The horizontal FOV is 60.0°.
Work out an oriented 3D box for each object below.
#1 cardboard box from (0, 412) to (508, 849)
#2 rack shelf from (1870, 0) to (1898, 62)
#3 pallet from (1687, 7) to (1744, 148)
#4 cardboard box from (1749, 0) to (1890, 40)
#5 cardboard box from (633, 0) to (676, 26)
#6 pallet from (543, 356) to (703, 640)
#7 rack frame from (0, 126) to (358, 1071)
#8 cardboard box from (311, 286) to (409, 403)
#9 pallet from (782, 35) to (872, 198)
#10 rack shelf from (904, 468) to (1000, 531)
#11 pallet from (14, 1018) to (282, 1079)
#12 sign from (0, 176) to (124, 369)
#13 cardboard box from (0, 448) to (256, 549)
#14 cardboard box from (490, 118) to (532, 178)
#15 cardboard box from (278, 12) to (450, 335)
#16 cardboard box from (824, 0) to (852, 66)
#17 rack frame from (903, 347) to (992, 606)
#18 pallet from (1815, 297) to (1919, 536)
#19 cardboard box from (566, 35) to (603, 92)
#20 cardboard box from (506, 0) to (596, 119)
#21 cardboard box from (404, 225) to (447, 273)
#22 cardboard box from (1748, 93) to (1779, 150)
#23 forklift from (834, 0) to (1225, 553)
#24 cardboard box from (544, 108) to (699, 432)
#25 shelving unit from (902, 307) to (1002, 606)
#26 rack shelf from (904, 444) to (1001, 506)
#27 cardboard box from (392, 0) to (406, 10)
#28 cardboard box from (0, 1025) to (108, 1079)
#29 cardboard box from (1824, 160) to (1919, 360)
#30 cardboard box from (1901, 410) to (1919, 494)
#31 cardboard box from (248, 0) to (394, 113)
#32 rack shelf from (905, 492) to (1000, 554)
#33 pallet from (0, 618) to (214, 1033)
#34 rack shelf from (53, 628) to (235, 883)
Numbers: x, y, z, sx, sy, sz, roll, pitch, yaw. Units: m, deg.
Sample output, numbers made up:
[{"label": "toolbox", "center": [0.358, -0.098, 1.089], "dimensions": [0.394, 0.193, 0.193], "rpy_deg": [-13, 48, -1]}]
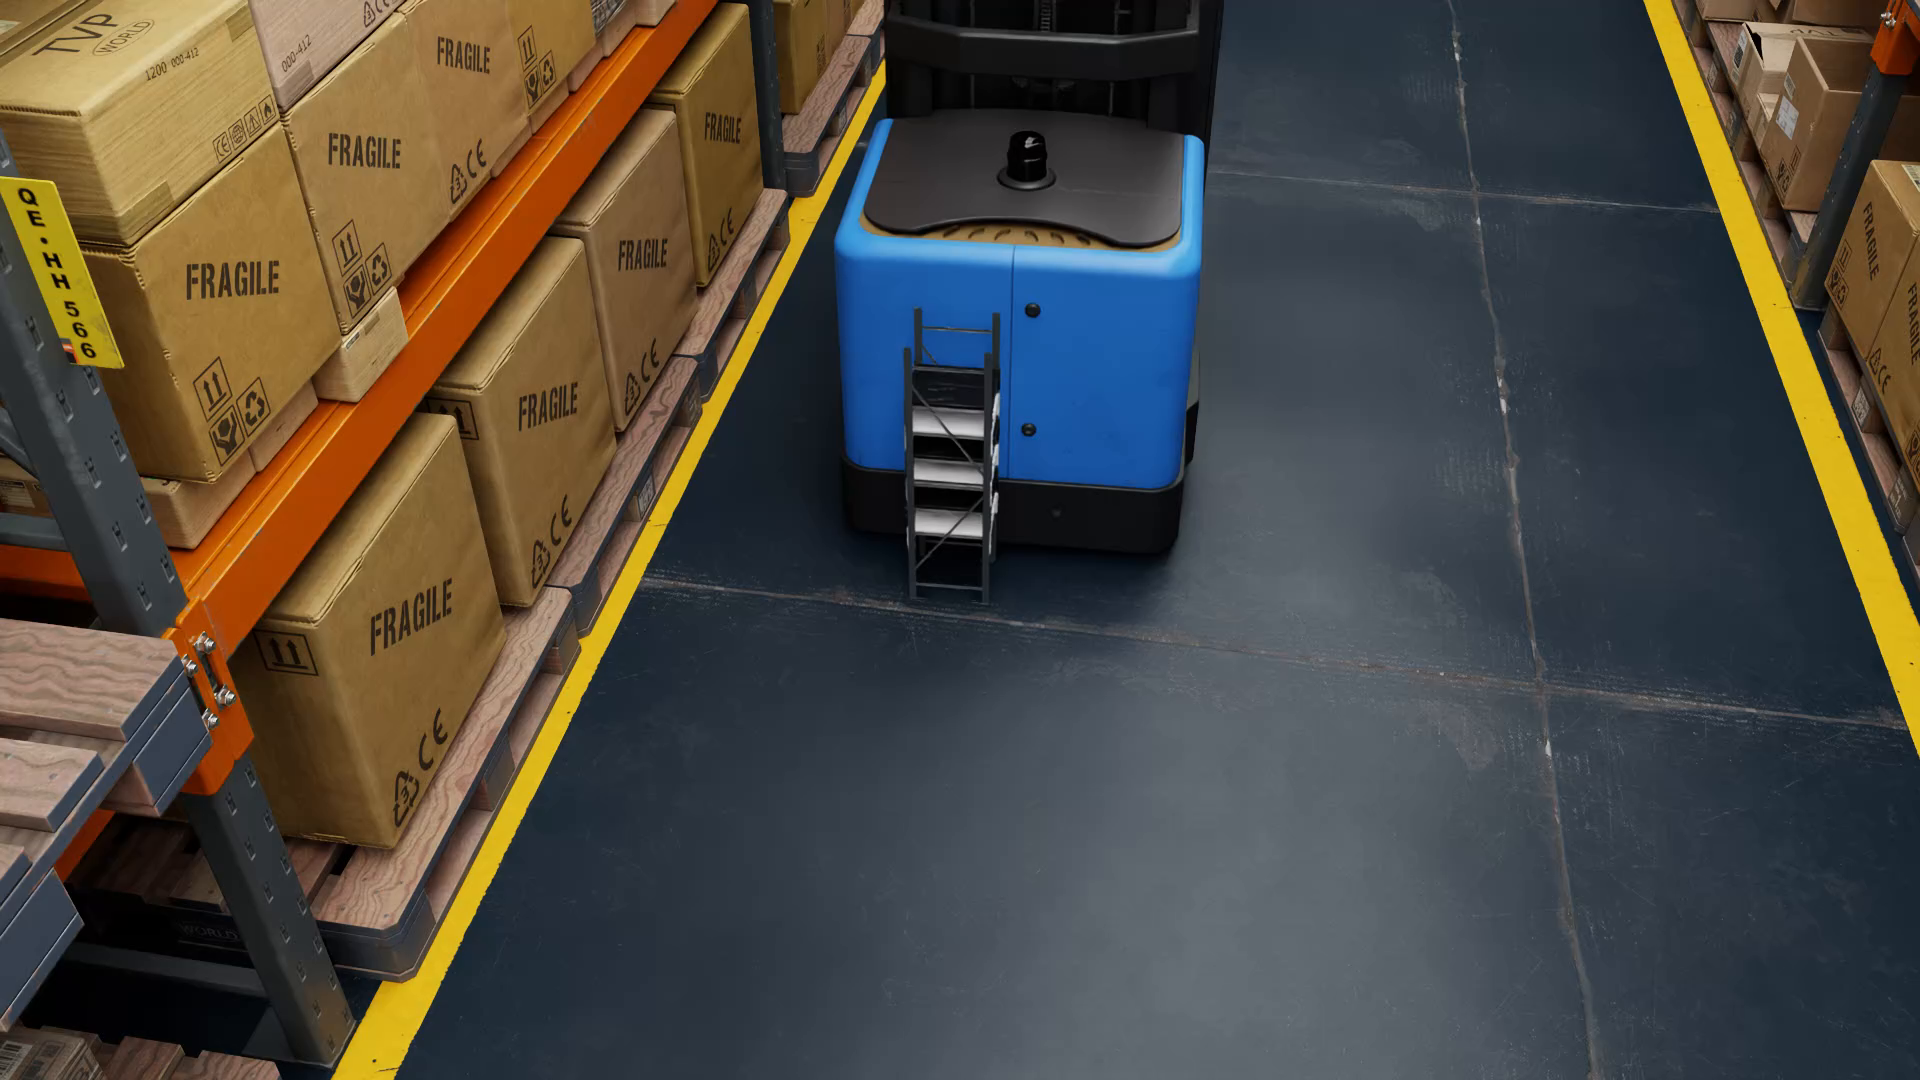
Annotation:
[{"label": "cardboard box", "center": [-1.652, 0.179, 4.037], "dimensions": [0.750, 0.750, 0.750], "rpy_deg": [6, 40, 7]}, {"label": "rack shelf", "center": [4.009, -2.985, 7.071], "dimensions": [1.077, 0.370, 4.000], "rpy_deg": [6, 40, 8]}, {"label": "pallet", "center": [3.992, -2.131, 7.662], "dimensions": [1.003, 0.211, 1.213], "rpy_deg": [6, 40, 8]}, {"label": "cardboard box", "center": [3.983, -2.394, 7.406], "dimensions": [0.797, 0.503, 0.637], "rpy_deg": [6, 40, 8]}, {"label": "cardboard box", "center": [-1.093, -1.728, 5.167], "dimensions": [0.380, 0.149, 0.250], "rpy_deg": [6, 40, 8]}, {"label": "pallet", "center": [-1.484, -0.216, 5.345], "dimensions": [1.003, 0.211, 1.213], "rpy_deg": [6, 40, 8]}, {"label": "rack frame", "center": [-1.909, -0.041, 2.945], "dimensions": [1.000, 3.000, 0.127], "rpy_deg": [6, 40, 8]}, {"label": "cardboard box", "center": [-1.442, -0.447, 3.618], "dimensions": [0.380, 0.149, 0.250], "rpy_deg": [8, 40, 9]}, {"label": "pallet", "center": [-1.008, -1.945, 7.437], "dimensions": [1.003, 0.211, 1.213], "rpy_deg": [6, 40, 8]}, {"label": "rack shelf", "center": [-0.021, -0.129, 4.894], "dimensions": [0.258, 0.077, 0.200], "rpy_deg": [4, 40, 5]}, {"label": "pallet", "center": [-2.045, 1.524, 3.241], "dimensions": [1.003, 0.211, 1.213], "rpy_deg": [6, 40, 8]}, {"label": "sign", "center": [-1.372, -0.402, 2.536], "dimensions": [0.100, 0.325, 0.005], "rpy_deg": [6, 40, 8]}, {"label": "cardboard box", "center": [-1.623, -0.133, 3.238], "dimensions": [0.380, 0.149, 0.250], "rpy_deg": [6, 40, 7]}, {"label": "cardboard box", "center": [-1.369, -1.096, 4.404], "dimensions": [0.380, 0.149, 0.250], "rpy_deg": [7, 40, 8]}, {"label": "cardboard box", "center": [-1.473, -0.806, 3.543], "dimensions": [0.500, 0.500, 0.500], "rpy_deg": [8, 40, 9]}, {"label": "cardboard box", "center": [-0.896, -2.522, 7.579], "dimensions": [0.700, 0.500, 0.500], "rpy_deg": [6, 40, 7]}, {"label": "rack frame", "center": [-0.033, -0.160, 4.737], "dimensions": [0.240, 0.900, 0.006], "rpy_deg": [4, 40, 5]}, {"label": "pallet", "center": [3.560, -0.418, 5.590], "dimensions": [1.003, 0.211, 1.213], "rpy_deg": [6, 40, 8]}, {"label": "cardboard box", "center": [-1.259, -1.426, 4.802], "dimensions": [0.380, 0.149, 0.250], "rpy_deg": [5, 40, 6]}, {"label": "cardboard box", "center": [-1.303, -1.445, 4.316], "dimensions": [0.500, 0.500, 0.500], "rpy_deg": [7, 40, 9]}, {"label": "cardboard box", "center": [-1.483, -0.782, 4.024], "dimensions": [0.380, 0.149, 0.250], "rpy_deg": [7, 40, 9]}, {"label": "cardboard box", "center": [3.488, -1.709, 6.855], "dimensions": [0.380, 0.149, 0.250], "rpy_deg": [6, 40, 8]}, {"label": "forklift", "center": [0.328, -2.024, 5.397], "dimensions": [1.130, 2.935, 3.031], "rpy_deg": [4, 40, 5]}, {"label": "cardboard box", "center": [-1.352, -0.904, 5.347], "dimensions": [0.750, 0.750, 0.750], "rpy_deg": [8, 40, 9]}, {"label": "shelving unit", "center": [-0.021, -0.224, 4.815], "dimensions": [0.258, 0.900, 0.210], "rpy_deg": [4, 40, 5]}, {"label": "rack shelf", "center": [-0.021, -0.199, 4.836], "dimensions": [0.258, 0.077, 0.200], "rpy_deg": [4, 40, 5]}, {"label": "cardboard box", "center": [-1.401, -1.399, 3.671], "dimensions": [0.500, 0.250, 0.500], "rpy_deg": [7, 40, 8]}, {"label": "cardboard box", "center": [-1.982, 1.211, 3.048], "dimensions": [0.700, 0.500, 0.500], "rpy_deg": [7, 40, 8]}, {"label": "cardboard box", "center": [3.340, -0.937, 5.645], "dimensions": [0.500, 0.500, 0.500], "rpy_deg": [5, 40, 6]}, {"label": "cardboard box", "center": [3.164, -0.288, 4.860], "dimensions": [0.500, 0.500, 0.500], "rpy_deg": [7, 40, 8]}, {"label": "cardboard box", "center": [-1.484, -1.084, 3.291], "dimensions": [0.500, 0.250, 0.500], "rpy_deg": [6, 40, 7]}, {"label": "rack shelf", "center": [-0.021, -0.060, 4.951], "dimensions": [0.258, 0.077, 0.200], "rpy_deg": [4, 40, 5]}, {"label": "pallet", "center": [-1.927, 0.492, 2.451], "dimensions": [1.213, 0.211, 1.003], "rpy_deg": [6, 40, 8]}, {"label": "rack shelf", "center": [-2.255, 1.492, 1.656], "dimensions": [1.077, 0.370, 4.000], "rpy_deg": [6, 40, 8]}]
